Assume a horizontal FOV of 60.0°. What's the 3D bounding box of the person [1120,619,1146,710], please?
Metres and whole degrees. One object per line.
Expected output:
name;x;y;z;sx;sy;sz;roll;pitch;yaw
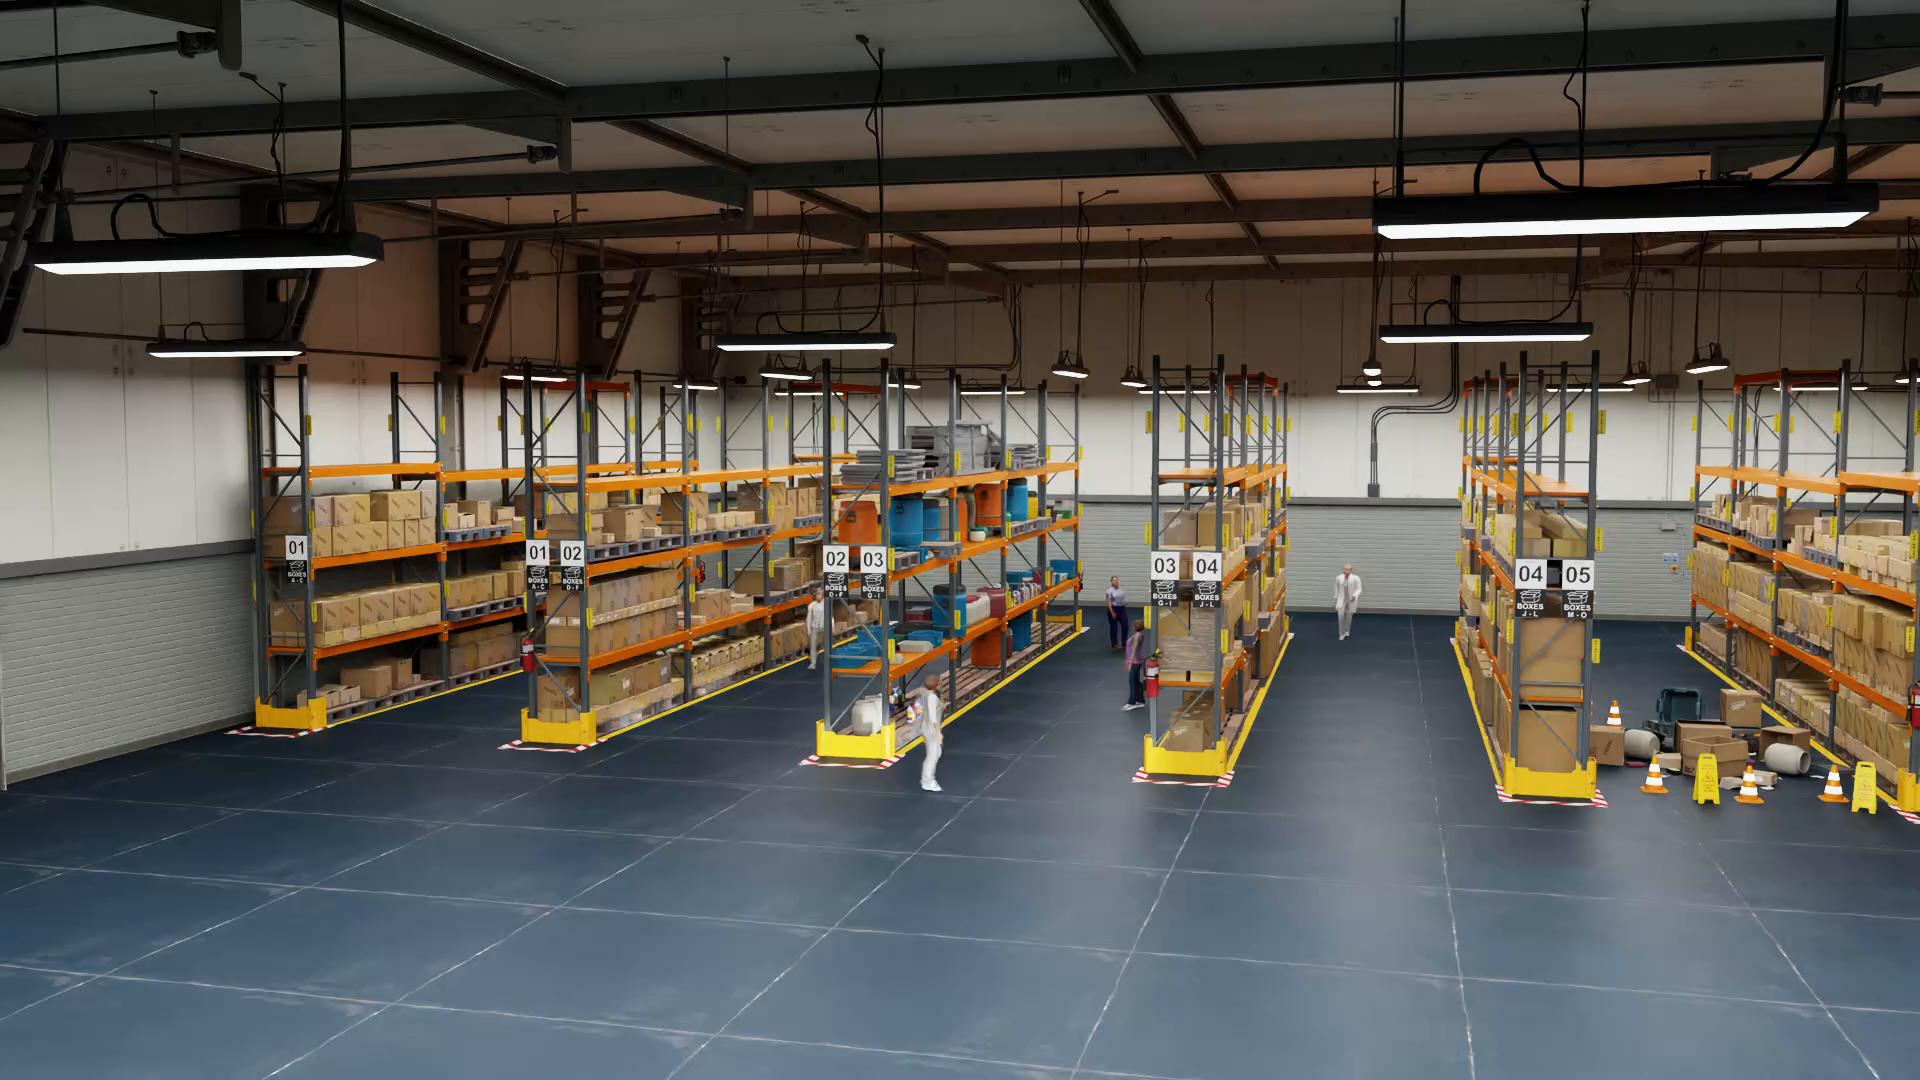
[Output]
person;3.057;2.194;29.359;0.487;1.613;0.434;0;4;-4

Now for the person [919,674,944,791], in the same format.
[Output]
person;-0.394;2.660;22.821;0.331;1.636;0.501;0;4;-6

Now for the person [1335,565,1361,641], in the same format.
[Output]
person;9.111;1.578;39.075;0.603;1.619;0.935;1;4;13

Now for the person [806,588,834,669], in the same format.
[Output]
person;-2.831;1.789;33.895;0.619;1.636;0.993;1;4;12

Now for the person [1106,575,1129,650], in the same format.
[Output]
person;3.556;1.637;37.172;0.657;1.678;0.347;-3;5;-33
